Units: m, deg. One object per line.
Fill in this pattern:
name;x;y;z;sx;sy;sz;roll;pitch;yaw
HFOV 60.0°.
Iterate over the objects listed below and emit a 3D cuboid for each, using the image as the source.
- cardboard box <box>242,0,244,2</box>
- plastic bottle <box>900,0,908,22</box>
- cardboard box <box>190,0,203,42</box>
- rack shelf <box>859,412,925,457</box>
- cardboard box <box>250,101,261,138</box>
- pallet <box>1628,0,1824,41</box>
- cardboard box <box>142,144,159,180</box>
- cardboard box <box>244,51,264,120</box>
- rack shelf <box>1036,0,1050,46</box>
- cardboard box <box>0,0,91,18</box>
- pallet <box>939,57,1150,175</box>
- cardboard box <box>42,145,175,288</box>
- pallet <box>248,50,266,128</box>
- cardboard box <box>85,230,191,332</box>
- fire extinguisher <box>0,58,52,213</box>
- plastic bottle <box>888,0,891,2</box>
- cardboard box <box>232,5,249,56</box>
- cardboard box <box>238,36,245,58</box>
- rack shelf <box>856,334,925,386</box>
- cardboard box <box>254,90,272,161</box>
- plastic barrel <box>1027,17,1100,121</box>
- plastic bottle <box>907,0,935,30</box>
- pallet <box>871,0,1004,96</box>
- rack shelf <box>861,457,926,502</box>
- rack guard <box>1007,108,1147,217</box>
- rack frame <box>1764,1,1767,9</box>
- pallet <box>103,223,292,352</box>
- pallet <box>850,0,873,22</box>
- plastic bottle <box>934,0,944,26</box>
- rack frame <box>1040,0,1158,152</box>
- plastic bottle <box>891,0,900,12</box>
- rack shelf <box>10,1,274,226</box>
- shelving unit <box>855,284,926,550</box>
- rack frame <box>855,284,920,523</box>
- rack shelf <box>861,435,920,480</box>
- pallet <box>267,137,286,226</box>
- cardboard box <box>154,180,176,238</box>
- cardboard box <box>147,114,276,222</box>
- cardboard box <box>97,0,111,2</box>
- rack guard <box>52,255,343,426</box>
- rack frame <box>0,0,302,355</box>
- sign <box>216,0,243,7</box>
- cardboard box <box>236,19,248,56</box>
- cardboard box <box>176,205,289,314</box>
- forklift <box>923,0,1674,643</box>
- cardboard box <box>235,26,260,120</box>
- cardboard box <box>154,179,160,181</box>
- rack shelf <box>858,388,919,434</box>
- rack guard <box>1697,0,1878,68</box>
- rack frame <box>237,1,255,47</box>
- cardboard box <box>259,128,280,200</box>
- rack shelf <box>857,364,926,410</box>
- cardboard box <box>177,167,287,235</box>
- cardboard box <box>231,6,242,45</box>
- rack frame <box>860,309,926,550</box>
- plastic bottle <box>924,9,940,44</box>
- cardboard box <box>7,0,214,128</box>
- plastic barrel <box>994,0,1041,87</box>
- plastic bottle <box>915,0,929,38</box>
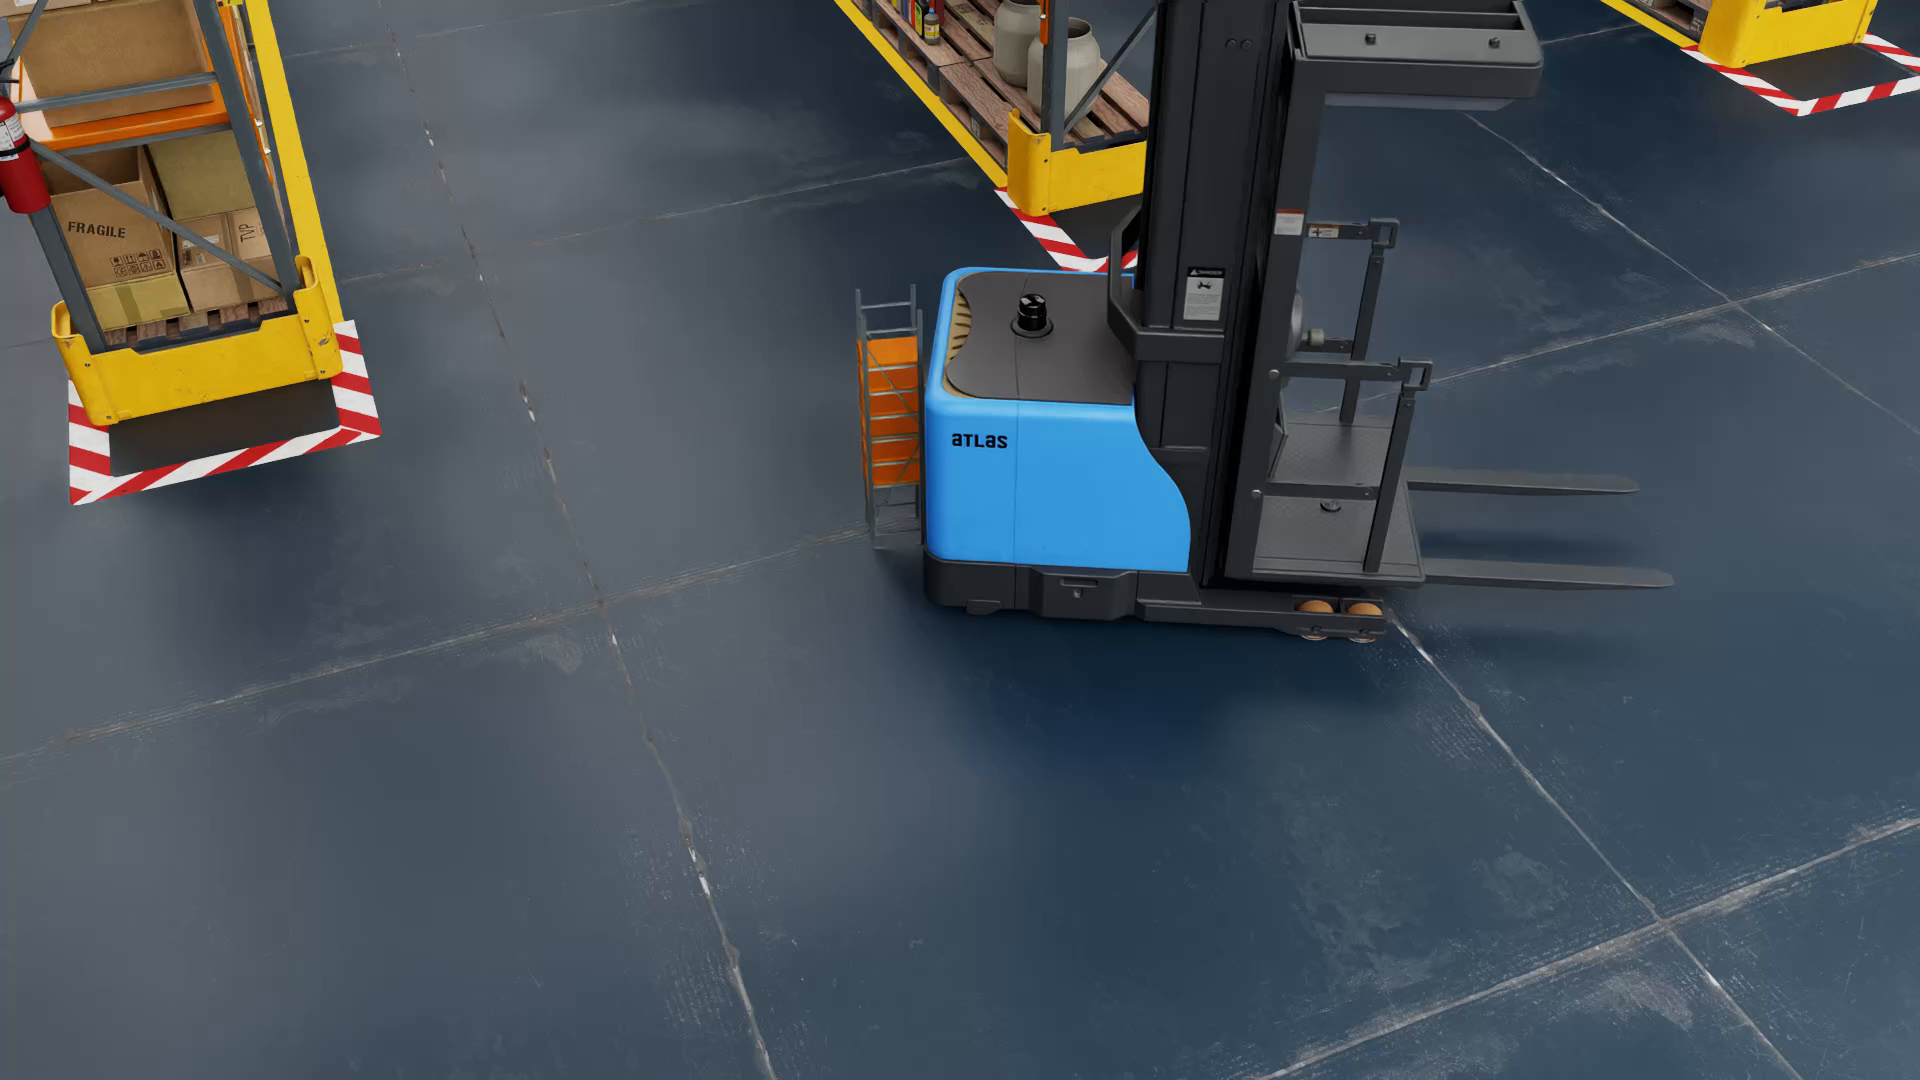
cardboard box;-5.105;-3.759;11.107;0.500;0.250;0.500;-16;43;-18
plastic bottle;-0.303;-3.534;10.811;0.152;0.276;0.135;-16;43;-18
cardboard box;-4.021;-2.565;7.856;0.700;0.500;0.500;-14;43;-16
rack shelf;-0.280;-0.452;6.924;0.258;0.103;0.180;-6;41;-7
cardboard box;-4.045;-2.306;8.842;0.500;0.500;0.500;-15;43;-17
pallet;5.198;-3.883;11.604;1.003;0.211;1.213;-15;43;-17
cardboard box;-4.525;-2.176;8.692;0.500;0.500;0.500;-15;43;-17
cardboard box;-4.413;-2.628;9.792;0.500;0.250;0.500;-15;43;-17
rack shelf;0.164;-4.093;10.261;1.077;0.370;4.000;-15;43;-17
cardboard box;-3.971;-2.394;7.159;0.380;0.149;0.250;-16;43;-18
pallet;0.550;-2.628;10.145;1.003;0.211;1.213;-15;43;-17
cardboard box;-4.129;-1.577;7.995;0.500;0.500;0.500;-15;43;-17
pallet;-4.914;-2.790;10.333;1.003;0.211;1.213;-15;43;-17
cardboard box;-4.127;-1.294;8.240;0.500;0.250;0.500;-15;43;-17
fire extinguisher;-4.033;-1.711;6.999;0.296;0.674;0.183;-15;43;-17
plastic bottle;-0.441;-3.773;11.032;0.144;0.351;0.185;-15;43;-17
cardboard box;-4.800;-3.229;10.491;0.500;0.250;0.500;-15;43;-17
cardboard box;-4.425;-2.909;9.544;0.500;0.500;0.500;-15;43;-17
rack shelf;-0.280;-0.725;6.689;0.258;0.103;0.180;-6;41;-7
cardboard box;-4.221;-2.327;9.442;0.500;0.250;0.500;-15;43;-17
plastic barrel;0.606;-2.754;9.738;0.421;0.512;0.421;0;41;0
plastic bottle;-0.250;-3.451;10.714;0.152;0.276;0.135;-15;43;-17
pallet;0.087;-3.362;10.998;1.003;0.211;1.213;-15;43;-17
rack shelf;-0.280;-0.270;7.080;0.258;0.103;0.180;-6;41;-7
rack guard;0.856;-2.247;9.480;1.175;0.500;0.348;-15;43;-17
rack frame;5.505;-4.397;10.062;1.000;3.000;0.127;-15;43;-17
pallet;-3.980;-1.321;8.624;1.003;0.211;1.213;-15;43;-17
pallet;-0.383;-4.098;11.854;1.003;0.211;1.213;-15;43;-17
plastic bottle;-0.152;-3.480;10.743;0.061;0.283;0.133;-15;43;-17
rack frame;0.929;-3.161;8.625;1.000;3.000;0.127;-15;43;-17
plastic bottle;-0.370;-3.661;10.901;0.144;0.351;0.185;-13;42;-15
rack shelf;-4.414;-2.860;8.826;1.077;0.370;4.000;-15;43;-17
shelving unit;-0.280;-0.486;6.895;0.258;1.200;0.189;-6;41;-7
rack frame;-0.295;-0.545;6.963;0.240;1.200;0.006;-6;41;-7
rack shelf;-0.280;-0.361;7.002;0.258;0.103;0.180;-6;41;-7
pallet;-4.443;-2.054;9.477;1.003;0.211;1.213;-15;43;-17
cardboard box;-4.330;-1.592;8.587;0.500;0.250;0.500;-15;43;-17
cardboard box;-3.842;-2.008;8.496;0.500;0.500;0.500;-15;43;-17
cardboard box;-3.600;-2.501;7.284;0.380;0.149;0.250;-15;43;-17
rack guard;-3.640;-0.965;7.989;1.175;0.500;0.348;-15;43;-17
rack frame;-3.649;-1.928;7.191;1.000;3.000;0.127;-15;43;-17
sign;-3.134;-2.421;7.040;0.100;0.325;0.005;-15;43;-17
cardboard box;-4.618;-2.925;10.138;0.500;0.250;0.500;-15;43;-17
cardboard box;-3.649;-1.423;8.391;0.500;0.250;0.500;-15;43;-17
forklift;1.395;-1.056;6.230;3.031;2.935;1.130;3;41;3
cardboard box;-4.220;-2.611;9.198;0.500;0.500;0.500;-15;43;-17
cardboard box;-4.523;-1.892;8.937;0.500;0.250;0.500;-15;43;-17
rack shelf;-0.280;-0.543;6.846;0.258;0.103;0.180;-6;41;-7
rack guard;5.476;-3.495;10.930;1.175;0.500;0.348;-15;43;-17
rack frame;-5.180;-4.337;9.993;1.000;3.000;0.127;-15;43;-17
cardboard box;-4.034;-2.024;9.090;0.500;0.250;0.500;-15;43;-17
rack shelf;-0.280;-0.634;6.767;0.258;0.103;0.180;-6;41;-7
cardboard box;-3.843;-1.723;8.740;0.500;0.250;0.500;-15;43;-17
cardboard box;-4.620;-3.209;9.893;0.500;0.500;0.500;-15;43;-17
rack frame;-0.266;-0.427;6.826;0.240;1.200;0.006;-6;41;-7
plastic bottle;-0.179;-3.264;10.554;0.097;0.201;0.097;0;41;0
cardboard box;-3.816;-2.250;7.489;0.700;0.500;0.500;-15;43;-17
plastic barrel;0.415;-3.056;10.090;0.421;0.512;0.421;0;41;0
plastic bottle;-0.240;-3.361;10.603;0.061;0.283;0.133;-14;43;-16
